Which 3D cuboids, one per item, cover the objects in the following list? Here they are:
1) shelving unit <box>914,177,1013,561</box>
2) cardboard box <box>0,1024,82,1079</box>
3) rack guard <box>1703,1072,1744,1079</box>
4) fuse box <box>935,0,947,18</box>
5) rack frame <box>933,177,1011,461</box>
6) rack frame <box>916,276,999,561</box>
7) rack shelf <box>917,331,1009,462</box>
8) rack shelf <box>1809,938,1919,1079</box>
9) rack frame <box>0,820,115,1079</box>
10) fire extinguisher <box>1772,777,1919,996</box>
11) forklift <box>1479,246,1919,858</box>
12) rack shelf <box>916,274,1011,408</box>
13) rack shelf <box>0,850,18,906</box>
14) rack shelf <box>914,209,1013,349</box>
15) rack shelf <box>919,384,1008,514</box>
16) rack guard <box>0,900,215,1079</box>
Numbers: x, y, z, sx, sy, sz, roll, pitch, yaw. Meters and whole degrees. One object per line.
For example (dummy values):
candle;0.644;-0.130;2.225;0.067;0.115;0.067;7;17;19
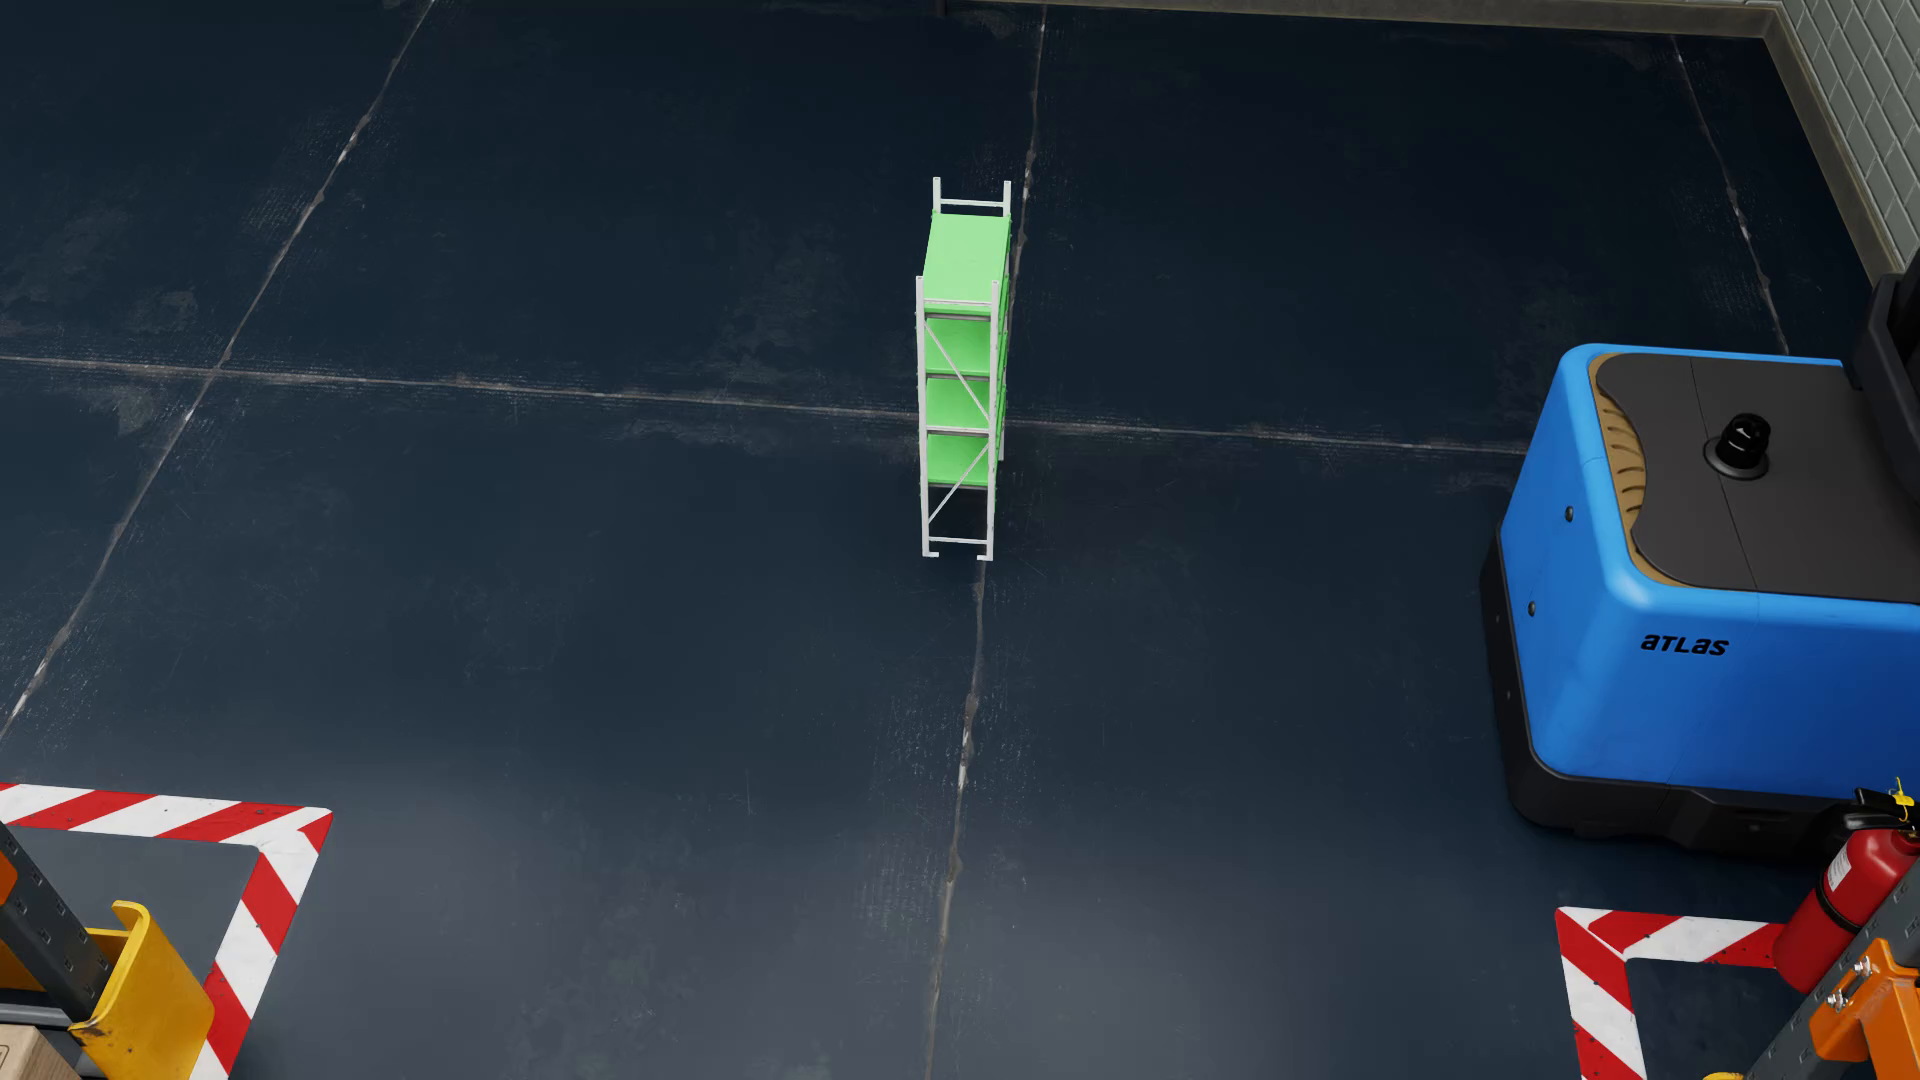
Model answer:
shelving unit;0.015;-0.527;5.419;0.258;1.200;0.503;4;48;4
cardboard box;-2.598;1.571;3.732;0.875;0.438;0.875;2;48;2
rack guard;2.299;1.587;3.960;1.175;0.500;0.348;4;48;4
fuse box;-0.068;-3.106;7.431;0.539;1.711;0.414;4;48;4
rack frame;0.037;-0.706;5.583;0.240;1.200;0.015;4;48;4
rack frame;-0.007;-0.347;5.255;0.240;1.200;0.015;4;48;4
rack shelf;0.015;-0.483;5.466;0.258;0.148;0.480;4;48;4
rack shelf;2.124;2.400;2.010;1.077;0.370;4.000;4;48;4
rack frame;-2.637;0.356;3.391;1.000;3.000;0.127;4;48;4
fire extinguisher;1.859;0.700;3.382;0.296;0.674;0.183;4;48;4
forklift;3.187;-0.377;4.108;3.031;2.935;1.130;4;48;4
rack shelf;0.015;-0.645;5.289;0.258;0.148;0.480;4;48;4
rack shelf;-2.820;2.069;2.313;1.077;0.370;4.000;4;48;4
rack shelf;0.015;-0.807;5.111;0.258;0.148;0.480;4;48;4
rack shelf;0.015;-0.321;5.643;0.258;0.148;0.480;4;48;4
rack guard;-2.635;1.182;4.330;1.175;0.500;0.348;4;48;4
